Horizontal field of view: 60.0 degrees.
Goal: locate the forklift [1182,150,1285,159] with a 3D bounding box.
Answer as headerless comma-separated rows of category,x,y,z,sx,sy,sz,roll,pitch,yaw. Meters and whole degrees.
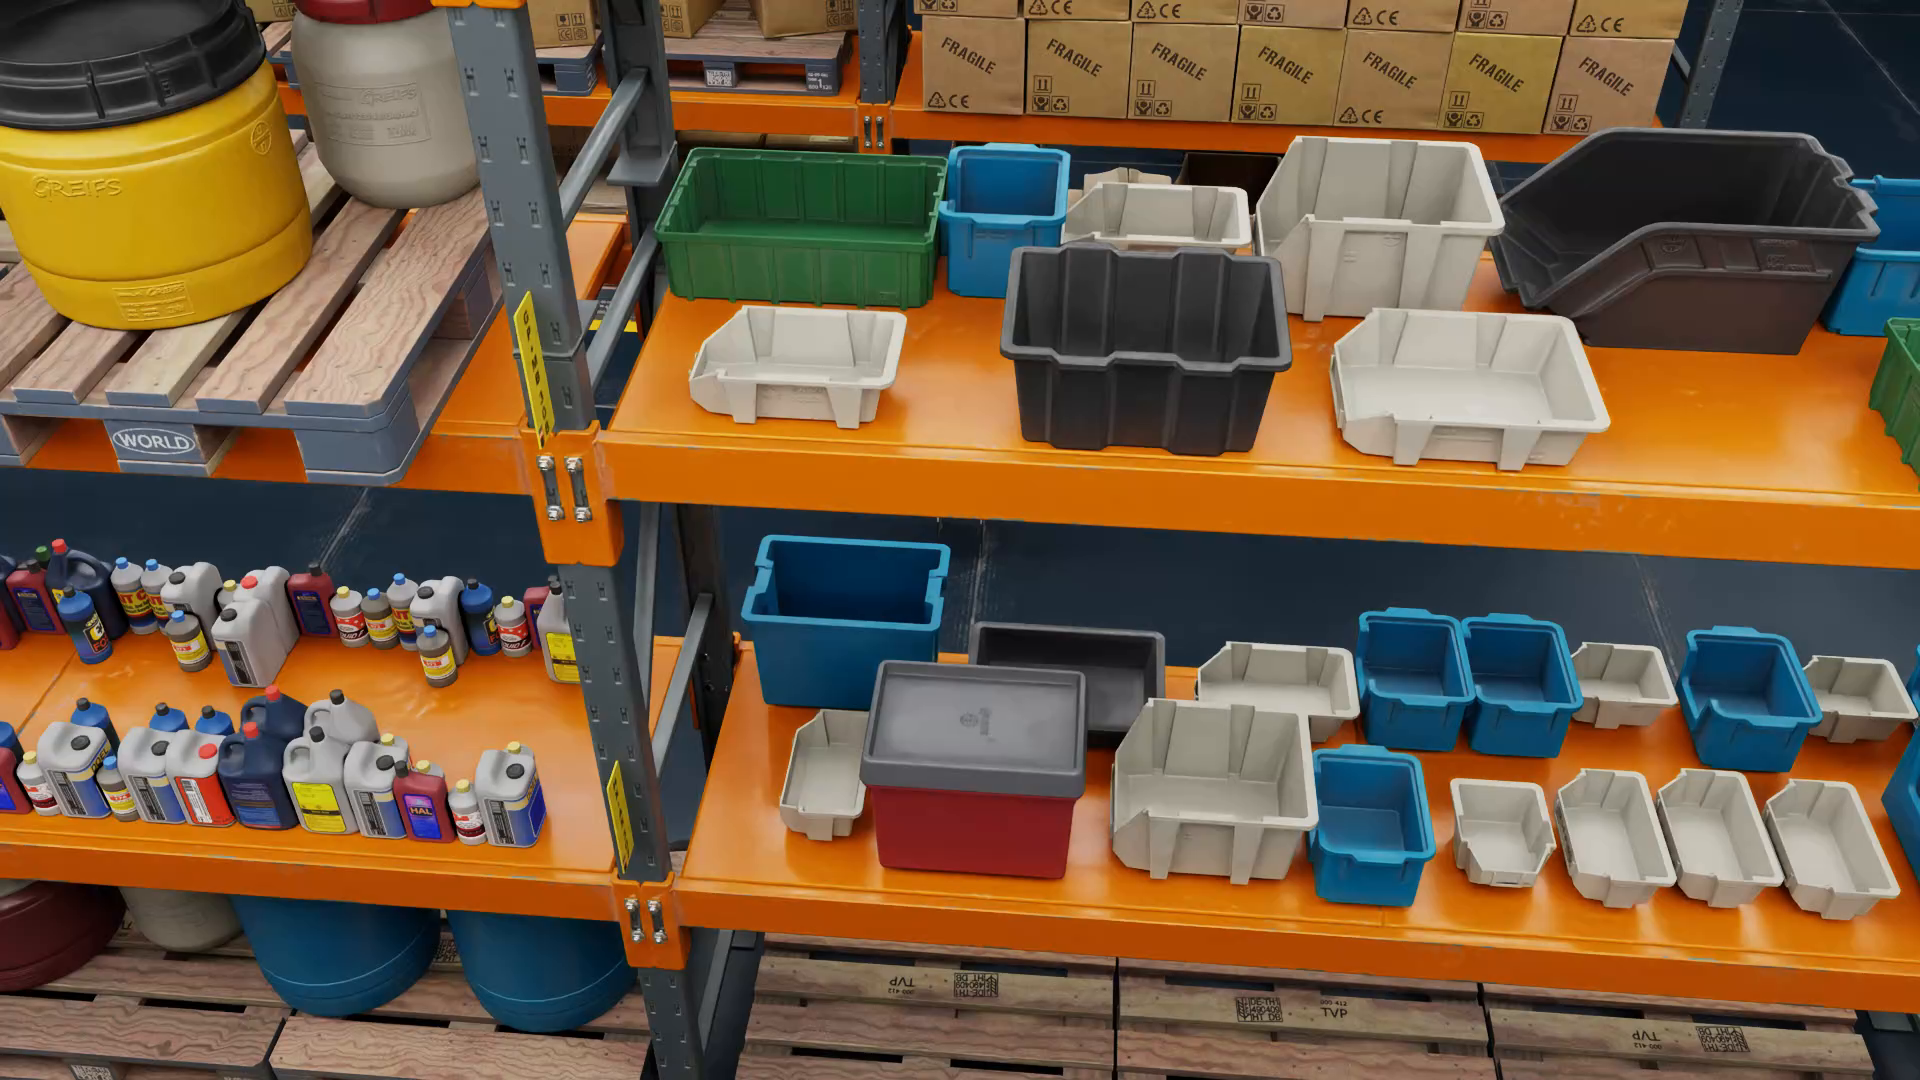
forklift,1.801,-4.462,10.910,1.130,2.935,3.031,-5,39,-6

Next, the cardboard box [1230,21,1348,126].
cardboard box,1.608,-2.398,8.240,0.500,0.500,0.500,3,39,3

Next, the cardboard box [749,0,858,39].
cardboard box,-0.845,-3.007,8.657,0.500,0.500,0.700,-9,40,-11

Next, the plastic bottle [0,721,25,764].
plastic bottle,-2.721,0.606,4.732,0.097,0.271,0.097,0,39,0

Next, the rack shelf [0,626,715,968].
rack shelf,-2.816,0.646,5.150,4.000,0.370,1.077,3,39,4

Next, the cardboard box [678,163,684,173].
cardboard box,-1.400,-1.719,9.118,0.500,0.500,0.500,3,39,4

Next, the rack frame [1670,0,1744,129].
rack frame,3.593,-2.421,8.349,0.127,3.000,1.000,3,39,4

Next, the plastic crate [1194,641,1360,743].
plastic crate,0.938,0.461,4.969,0.466,0.136,0.293,3,39,4

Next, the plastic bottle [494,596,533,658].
plastic bottle,-1.401,0.263,5.209,0.097,0.201,0.097,0,39,0

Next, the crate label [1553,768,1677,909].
crate label,1.767,0.817,4.531,0.243,0.136,0.396,3,39,4

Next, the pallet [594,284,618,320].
pallet,-2.424,-1.643,9.601,1.213,0.211,1.003,3,39,4

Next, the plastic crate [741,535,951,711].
plastic crate,-0.329,0.270,5.008,0.575,0.384,0.392,3,39,4

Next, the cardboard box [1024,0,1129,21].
cardboard box,0.567,-2.835,7.986,0.500,0.500,0.500,2,39,2

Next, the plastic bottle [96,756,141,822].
plastic bottle,-2.362,0.691,4.682,0.097,0.201,0.097,0,39,0

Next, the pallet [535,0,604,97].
pallet,-2.439,-2.680,8.818,1.213,0.211,1.003,3,39,4

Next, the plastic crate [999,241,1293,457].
plastic crate,0.391,-0.397,3.589,0.590,0.269,0.497,3,39,4

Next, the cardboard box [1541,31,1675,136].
cardboard box,3.123,-2.313,8.137,0.500,0.500,0.500,4,39,5

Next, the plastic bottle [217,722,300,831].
plastic bottle,-1.951,0.641,4.626,0.185,0.351,0.144,3,39,4

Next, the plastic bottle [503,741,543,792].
plastic bottle,-1.252,0.655,4.726,0.097,0.201,0.097,0,39,0

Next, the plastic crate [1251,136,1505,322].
plastic crate,0.980,-0.739,3.999,0.530,0.282,0.437,3,39,4

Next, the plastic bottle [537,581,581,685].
plastic bottle,-1.186,0.270,5.082,0.185,0.351,0.144,3,39,4

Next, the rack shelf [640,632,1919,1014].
rack shelf,1.169,0.864,4.883,4.000,0.370,1.077,3,39,4

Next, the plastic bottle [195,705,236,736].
plastic bottle,-2.118,0.581,4.762,0.097,0.271,0.097,0,39,0

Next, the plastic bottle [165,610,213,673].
plastic bottle,-2.397,0.304,5.157,0.097,0.201,0.097,0,39,0

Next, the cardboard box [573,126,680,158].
cardboard box,-1.849,-2.365,9.317,0.500,0.250,0.500,3,39,4

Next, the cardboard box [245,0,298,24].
cardboard box,-3.740,-3.095,8.765,0.500,0.500,0.700,-9,40,-11

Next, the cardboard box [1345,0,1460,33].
cardboard box,2.106,-2.752,7.883,0.500,0.500,0.500,4,39,5

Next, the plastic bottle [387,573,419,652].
plastic bottle,-1.729,0.217,5.209,0.097,0.271,0.097,0,39,0

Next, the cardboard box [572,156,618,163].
cardboard box,-1.883,-2.074,9.554,0.500,0.500,0.500,4,39,4

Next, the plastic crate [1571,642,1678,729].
plastic crate,1.956,0.446,4.988,0.298,0.136,0.250,3,39,4

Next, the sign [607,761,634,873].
sign,-0.873,0.714,4.277,0.005,0.325,0.100,3,39,4

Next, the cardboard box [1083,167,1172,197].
cardboard box,0.947,-1.874,9.457,0.500,0.311,0.500,3,39,4

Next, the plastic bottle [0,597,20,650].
plastic bottle,-3.058,0.220,5.196,0.133,0.283,0.061,3,39,4

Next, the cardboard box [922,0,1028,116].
cardboard box,0.092,-2.479,8.340,0.500,0.500,0.500,4,39,5

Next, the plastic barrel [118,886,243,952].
plastic barrel,-2.624,1.112,5.646,0.421,0.512,0.421,0,39,0

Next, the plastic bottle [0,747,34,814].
plastic bottle,-2.710,0.652,4.666,0.133,0.283,0.061,3,39,4

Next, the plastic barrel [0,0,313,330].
plastic barrel,-1.750,-0.845,3.555,0.600,0.588,0.600,0,39,0

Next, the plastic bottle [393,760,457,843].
plastic bottle,-1.478,0.719,4.583,0.133,0.283,0.061,3,39,4

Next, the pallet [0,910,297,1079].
pallet,-2.807,1.424,5.833,1.213,0.211,1.003,3,39,4

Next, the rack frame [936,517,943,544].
rack frame,-0.093,-0.354,7.472,0.006,0.900,0.240,3,39,4

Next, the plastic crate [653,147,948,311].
plastic crate,-0.375,-0.772,4.114,0.662,0.188,0.450,3,39,4

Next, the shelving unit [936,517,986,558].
shelving unit,0.008,-0.349,7.465,0.210,0.900,0.258,3,39,4

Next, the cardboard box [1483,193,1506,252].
cardboard box,3.030,-1.497,8.845,0.500,0.500,0.500,3,39,4

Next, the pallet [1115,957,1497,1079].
pallet,1.131,1.638,5.571,1.213,0.211,1.003,3,39,4

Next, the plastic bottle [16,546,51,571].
plastic bottle,-2.913,0.137,5.299,0.133,0.283,0.061,3,39,4

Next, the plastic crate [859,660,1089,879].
plastic crate,0.045,0.634,4.497,0.583,0.464,0.402,3,39,4

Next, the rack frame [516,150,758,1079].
rack frame,-0.823,0.476,4.789,0.127,3.000,1.000,3,39,4

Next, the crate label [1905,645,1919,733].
crate label,2.944,0.515,4.826,0.303,0.233,0.416,3,39,4

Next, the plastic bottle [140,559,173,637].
plastic bottle,-2.518,0.174,5.262,0.097,0.271,0.097,0,39,0
